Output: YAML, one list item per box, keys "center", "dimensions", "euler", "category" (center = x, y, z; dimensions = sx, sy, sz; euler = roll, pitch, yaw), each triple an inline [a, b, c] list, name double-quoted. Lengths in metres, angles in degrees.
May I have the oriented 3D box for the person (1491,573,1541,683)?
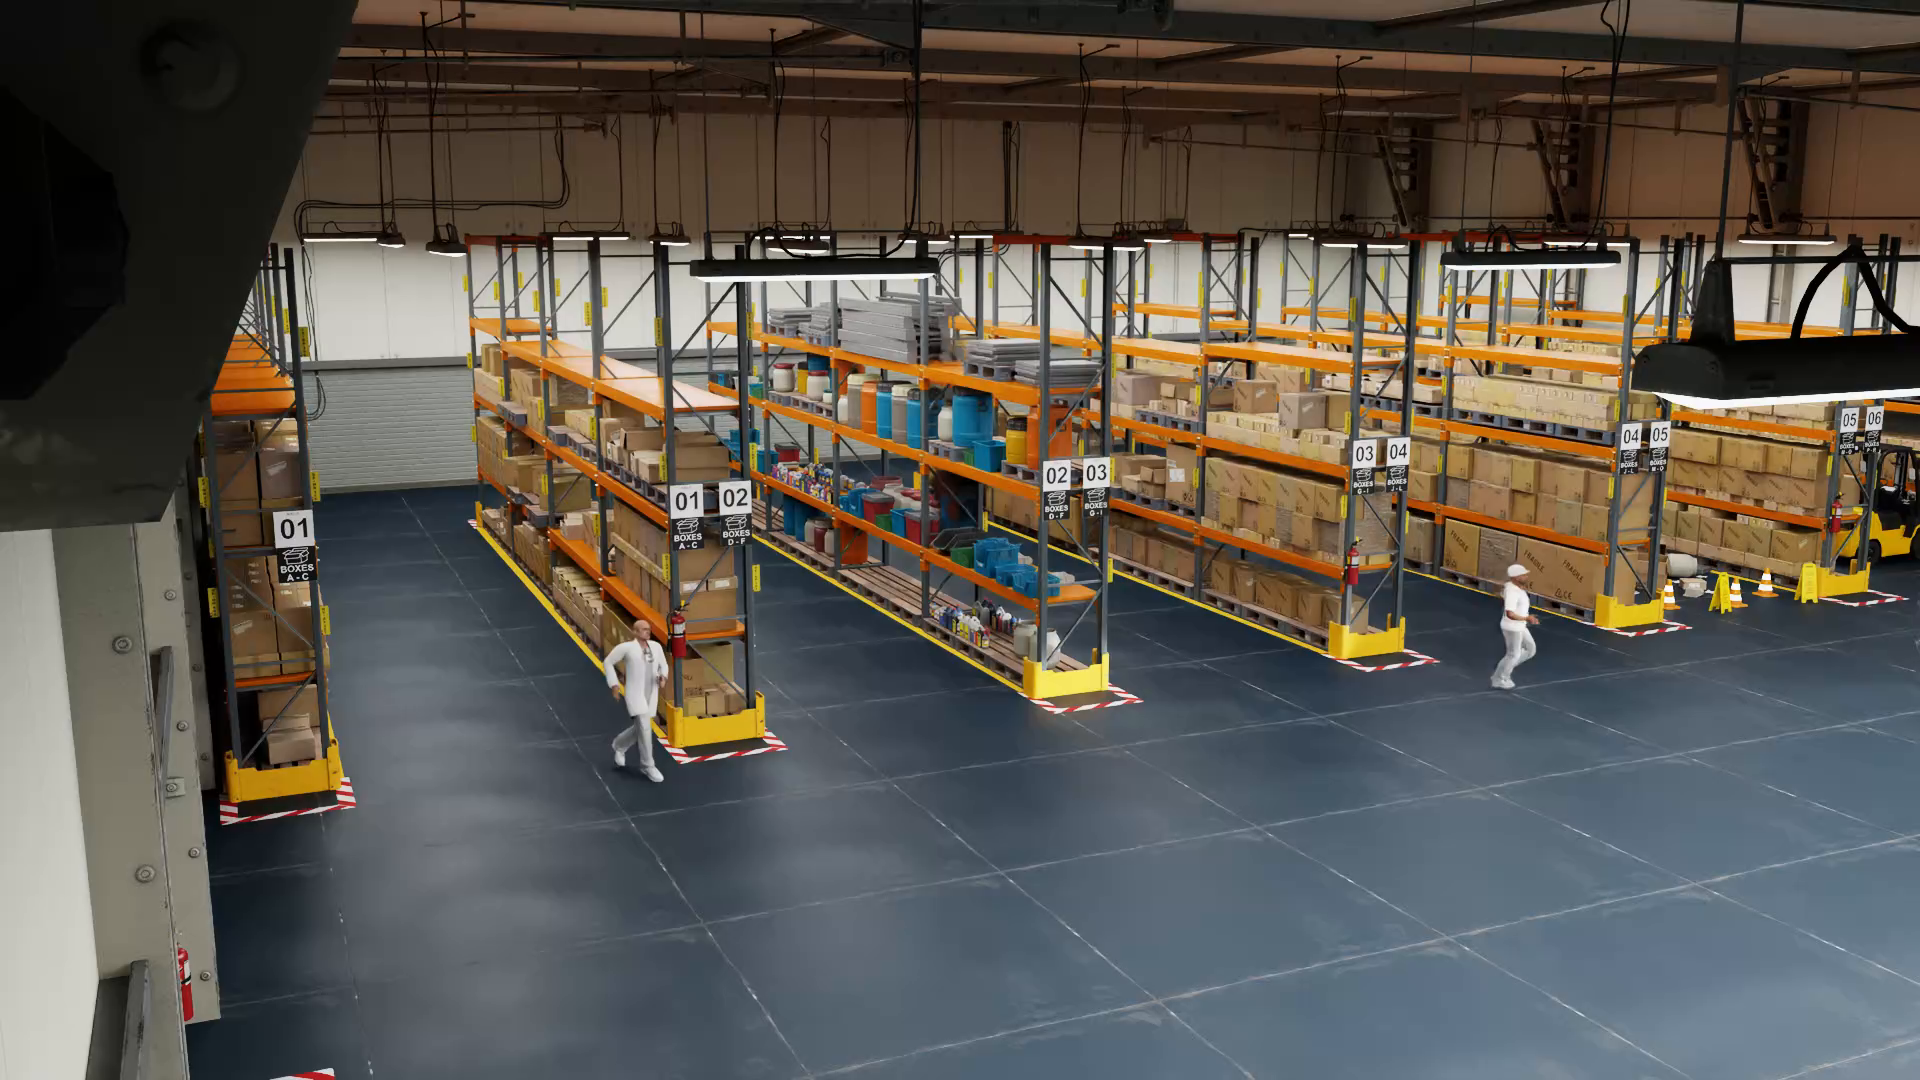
- center: [7.538, 1.166, 22.473]
  dimensions: [0.621, 1.615, 0.673]
  euler: [5, 12, 24]
  category: "person"

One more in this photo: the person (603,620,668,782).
- center: [-3.648, 1.806, 19.168]
  dimensions: [0.974, 1.770, 0.730]
  euler: [10, 15, 42]
  category: "person"
